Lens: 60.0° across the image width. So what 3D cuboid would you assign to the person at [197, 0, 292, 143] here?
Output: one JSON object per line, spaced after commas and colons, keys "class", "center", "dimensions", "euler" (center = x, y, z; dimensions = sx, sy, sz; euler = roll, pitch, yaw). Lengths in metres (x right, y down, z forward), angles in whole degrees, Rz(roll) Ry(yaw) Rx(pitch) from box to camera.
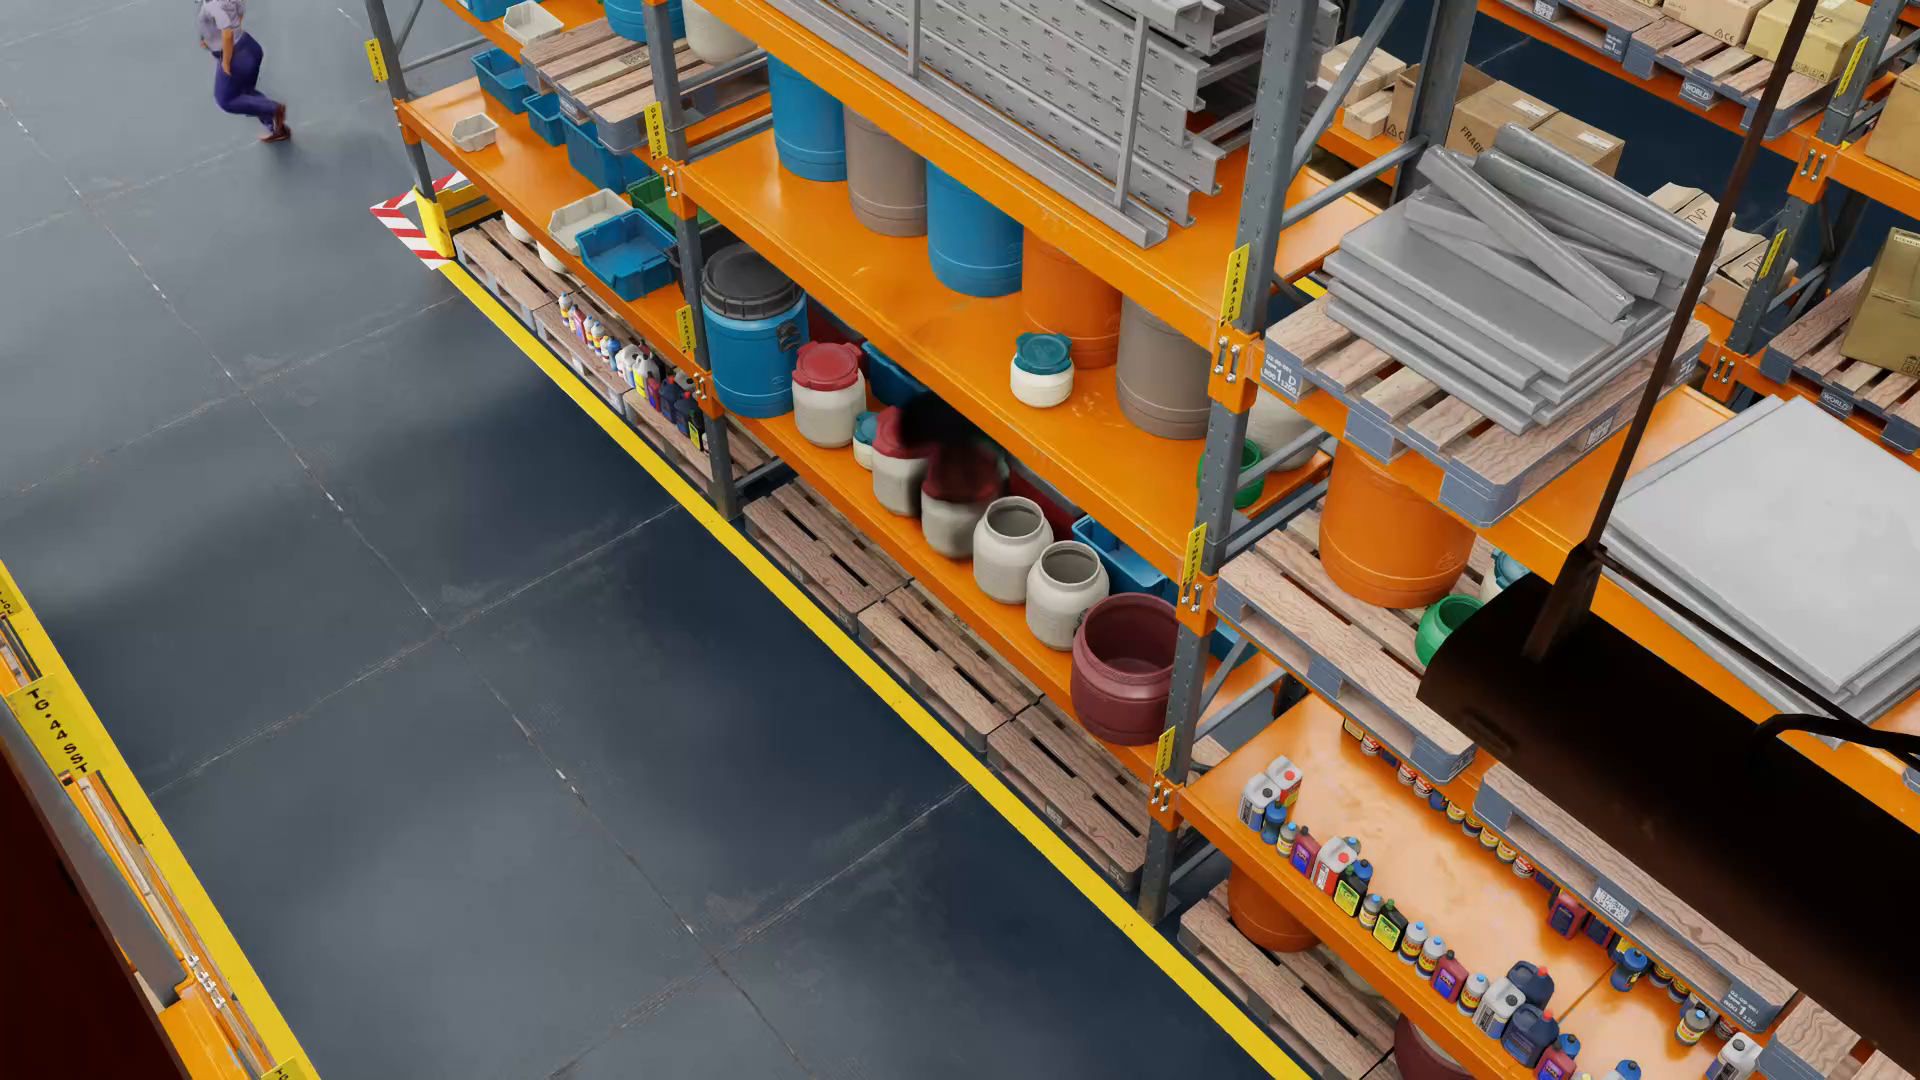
{"class": "person", "center": [-5.941, -3.944, 13.640], "dimensions": [0.615, 1.612, 0.630], "euler": [1, 46, 1]}
